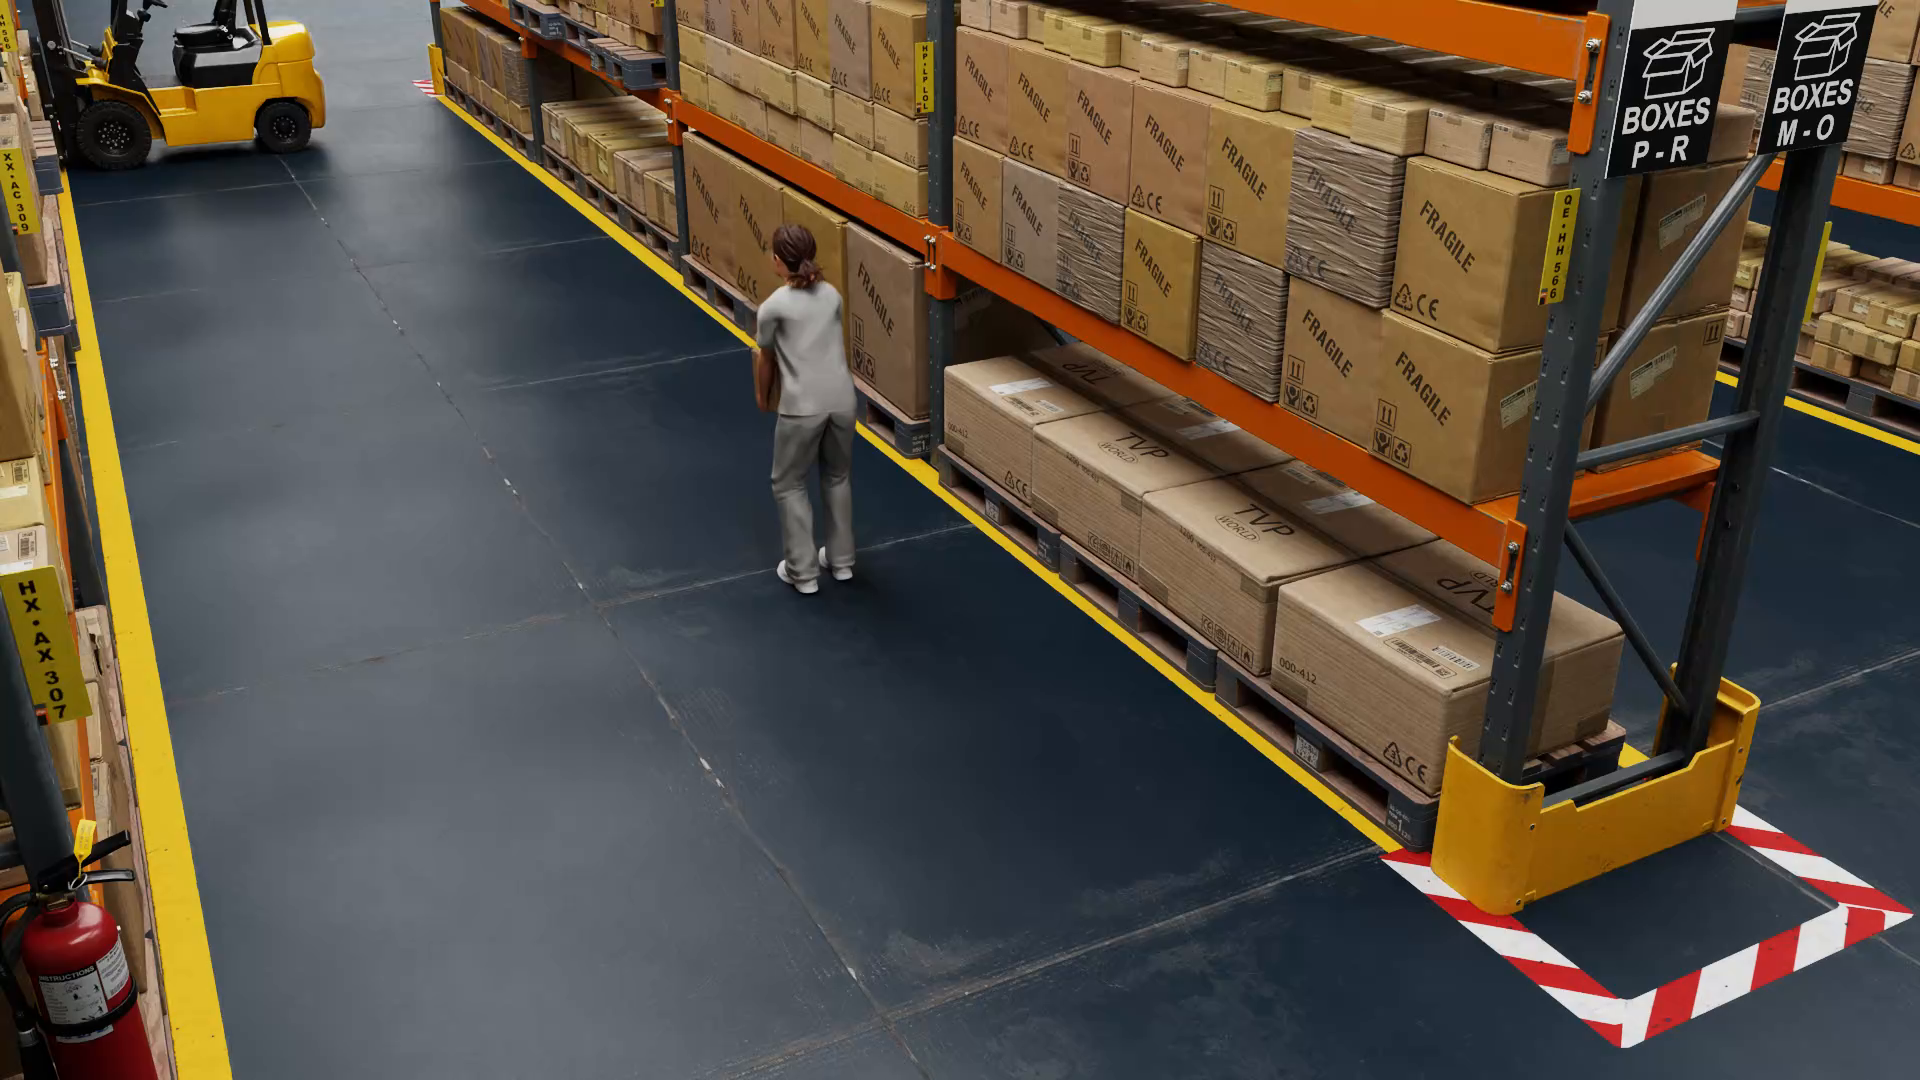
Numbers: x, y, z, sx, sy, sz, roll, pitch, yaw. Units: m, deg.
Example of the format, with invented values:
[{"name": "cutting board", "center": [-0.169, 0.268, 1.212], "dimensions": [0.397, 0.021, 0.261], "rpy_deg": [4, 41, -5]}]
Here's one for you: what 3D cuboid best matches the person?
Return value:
[{"name": "person", "center": [-0.689, -0.589, 7.382], "dimensions": [0.410, 1.646, 0.523], "rpy_deg": [-13, 29, -26]}]
